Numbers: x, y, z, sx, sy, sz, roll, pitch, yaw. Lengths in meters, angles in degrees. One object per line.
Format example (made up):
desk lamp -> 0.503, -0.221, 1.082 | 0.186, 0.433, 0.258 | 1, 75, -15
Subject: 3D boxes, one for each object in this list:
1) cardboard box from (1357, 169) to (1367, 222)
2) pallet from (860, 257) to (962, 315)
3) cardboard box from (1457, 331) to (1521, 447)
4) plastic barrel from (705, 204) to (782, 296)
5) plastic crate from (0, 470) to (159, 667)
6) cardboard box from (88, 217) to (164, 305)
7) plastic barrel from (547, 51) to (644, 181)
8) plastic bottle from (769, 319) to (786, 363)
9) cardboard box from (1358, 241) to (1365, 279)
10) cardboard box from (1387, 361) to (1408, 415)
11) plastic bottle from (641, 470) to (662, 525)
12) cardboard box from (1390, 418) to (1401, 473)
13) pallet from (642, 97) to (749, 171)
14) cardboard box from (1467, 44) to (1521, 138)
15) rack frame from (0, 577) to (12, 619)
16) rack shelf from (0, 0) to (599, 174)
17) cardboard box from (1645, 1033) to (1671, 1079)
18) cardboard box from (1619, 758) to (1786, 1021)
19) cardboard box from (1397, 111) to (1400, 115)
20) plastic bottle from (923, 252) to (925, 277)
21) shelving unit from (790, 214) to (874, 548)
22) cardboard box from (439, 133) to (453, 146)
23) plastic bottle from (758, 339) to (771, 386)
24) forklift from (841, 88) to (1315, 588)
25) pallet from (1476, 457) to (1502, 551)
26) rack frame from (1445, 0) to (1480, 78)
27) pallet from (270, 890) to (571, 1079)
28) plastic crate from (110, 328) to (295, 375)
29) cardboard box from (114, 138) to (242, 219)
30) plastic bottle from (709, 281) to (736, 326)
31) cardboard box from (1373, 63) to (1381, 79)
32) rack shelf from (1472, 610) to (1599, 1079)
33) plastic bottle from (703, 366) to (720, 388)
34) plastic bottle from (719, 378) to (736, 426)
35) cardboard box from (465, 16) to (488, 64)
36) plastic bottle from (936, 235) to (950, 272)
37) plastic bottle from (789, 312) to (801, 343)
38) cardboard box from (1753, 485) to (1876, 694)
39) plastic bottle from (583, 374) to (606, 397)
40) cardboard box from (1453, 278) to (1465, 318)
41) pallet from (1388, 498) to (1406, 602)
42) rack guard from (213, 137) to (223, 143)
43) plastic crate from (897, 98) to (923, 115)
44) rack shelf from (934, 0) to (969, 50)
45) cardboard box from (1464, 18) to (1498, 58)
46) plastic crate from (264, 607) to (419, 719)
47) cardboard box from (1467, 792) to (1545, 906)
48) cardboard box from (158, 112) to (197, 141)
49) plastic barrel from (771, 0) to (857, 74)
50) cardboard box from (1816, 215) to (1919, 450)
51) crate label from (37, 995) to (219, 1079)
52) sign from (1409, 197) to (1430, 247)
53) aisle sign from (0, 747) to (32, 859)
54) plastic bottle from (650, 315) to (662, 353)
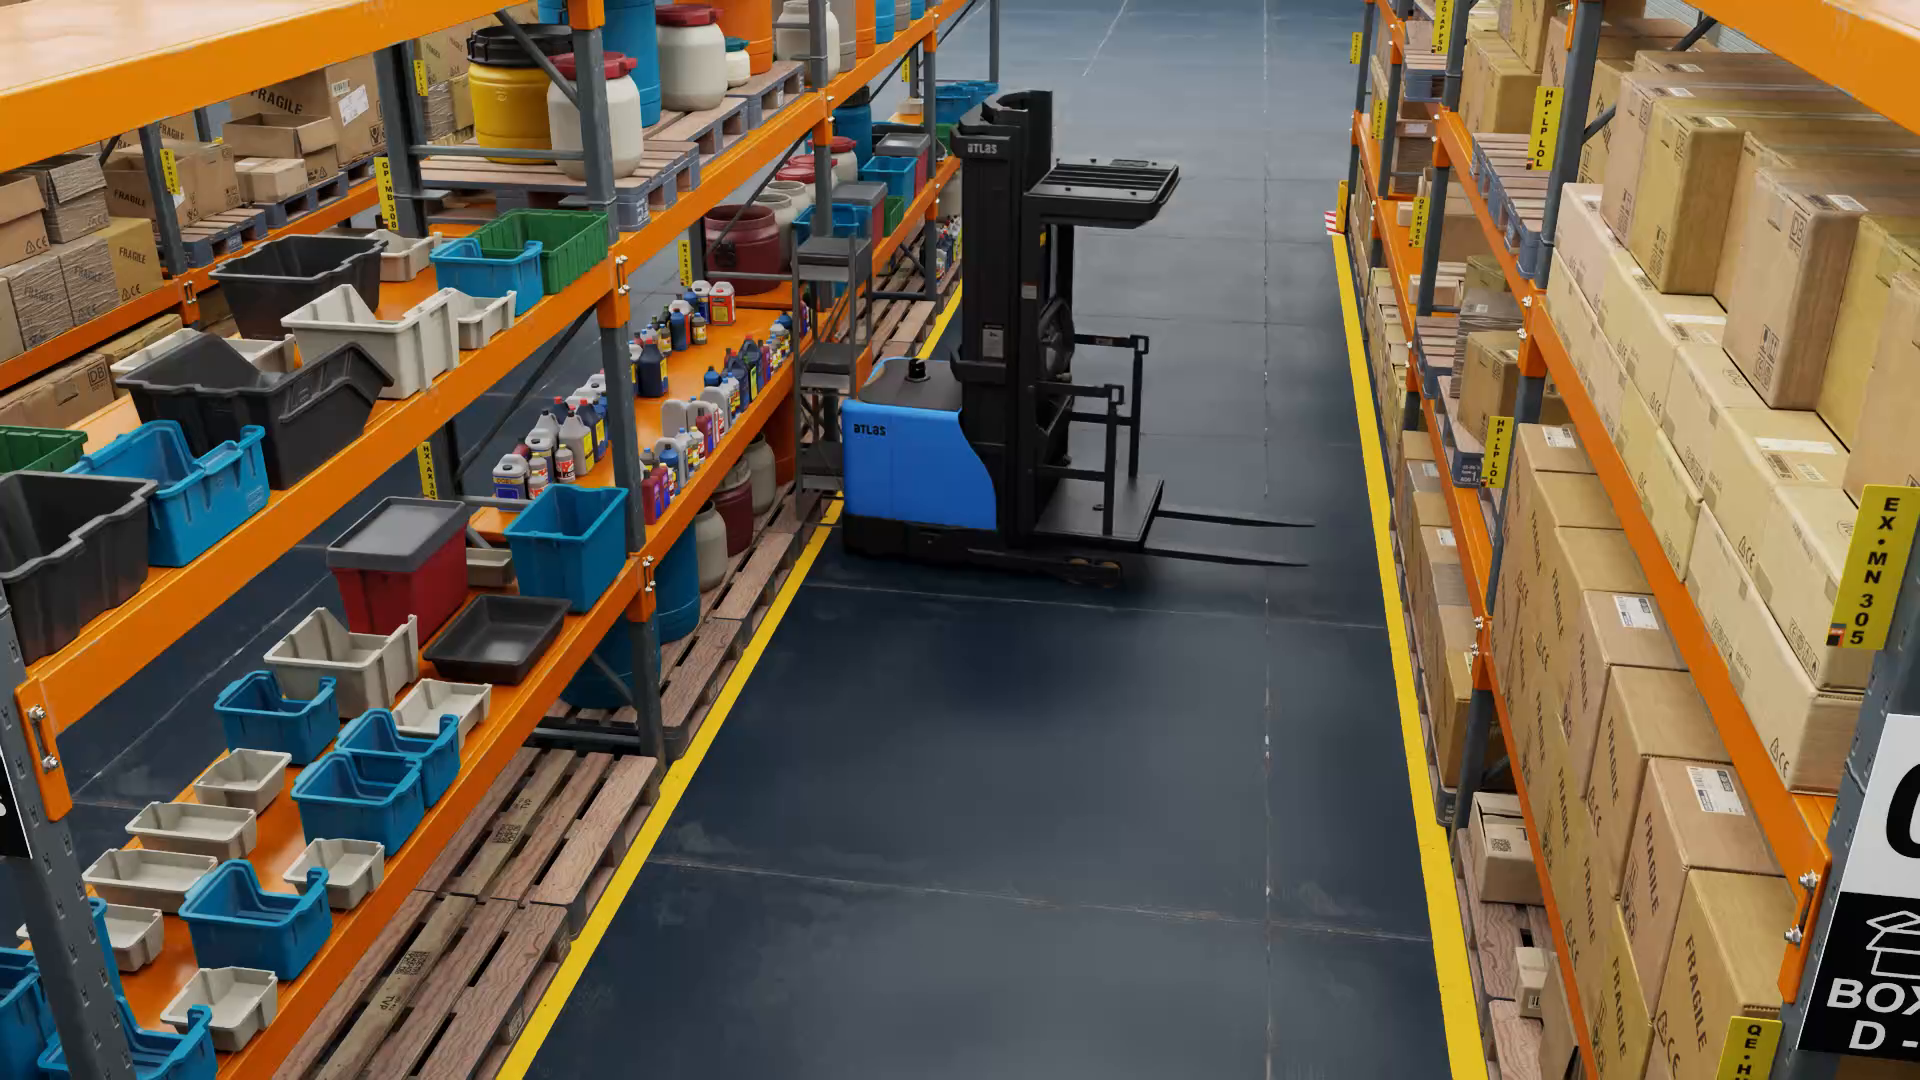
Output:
cardboard box -> 4.361, -3.489, 17.030 | 0.500, 0.500, 0.500 | 4, 25, 9
pallet -> -0.572, -2.520, 16.385 | 1.003, 0.211, 1.213 | 4, 25, 9
cardboard box -> 3.084, -0.793, 8.792 | 0.700, 0.500, 0.500 | -2, 25, -5
plastic barrel -> -1.599, -2.109, 12.056 | 0.600, 0.536, 0.708 | 4, 25, 9
plastic crate -> -2.346, 0.073, 4.172 | 0.497, 0.269, 0.590 | 4, 25, 9
cardboard box -> -6.099, -1.997, 11.860 | 0.500, 0.500, 0.500 | 5, 26, 10
plastic barrel -> -1.697, -1.972, 7.731 | 0.433, 0.535, 0.433 | 0, 25, 0
plastic bottle -> -1.160, -1.269, 10.574 | 0.097, 0.271, 0.097 | 0, 25, 0
cardboard box -> 4.182, -2.733, 16.298 | 0.500, 0.250, 0.500 | 4, 25, 9
cardboard box -> 3.431, -1.140, 12.234 | 0.500, 0.311, 0.500 | 4, 25, 8
plastic bottle -> -1.549, -0.230, 8.341 | 0.061, 0.283, 0.133 | 4, 25, 9
cardboard box -> 3.355, -0.669, 11.889 | 0.500, 0.250, 0.500 | 5, 25, 10
pallet -> -1.816, -2.241, 9.184 | 1.003, 0.211, 1.213 | 4, 25, 9
cardboard box -> 3.388, -2.493, 9.381 | 0.910, 0.500, 0.500 | 4, 25, 9
rack frame -> -2.684, -1.203, 3.205 | 1.000, 3.000, 0.127 | 4, 25, 9
rack shelf -> -2.357, -1.533, 5.230 | 1.077, 0.370, 4.000 | 4, 25, 9
cardboard box -> 2.007, 1.607, 4.160 | 0.500, 0.500, 0.500 | 5, 26, 10
cardboard box -> 2.086, 0.944, 4.397 | 0.500, 0.500, 0.500 | 5, 25, 10
cardboard box -> 4.039, -3.731, 14.800 | 0.380, 0.149, 0.250 | 3, 25, 7
plastic bottle -> -0.317, -2.721, 16.210 | 0.061, 0.283, 0.133 | 4, 25, 9
shelving unit -> -0.827, -1.025, 10.891 | 0.431, 2.100, 0.503 | 5, 23, 8
cardboard box -> -5.223, -3.907, 16.355 | 0.380, 0.149, 0.250 | 4, 25, 9
plastic bottle -> -1.208, -1.102, 10.204 | 0.061, 0.283, 0.133 | 4, 25, 9
forklift -> 0.797, -1.269, 10.504 | 3.031, 2.935, 1.130 | 6, 26, 13
pallet -> 3.094, -0.054, 8.053 | 1.003, 0.211, 1.213 | 4, 25, 9
rack frame -> 3.510, -4.204, 9.617 | 1.000, 3.000, 0.127 | 4, 25, 9
pallet -> -2.309, 1.926, 6.886 | 1.003, 0.211, 1.213 | 4, 25, 9
plastic crate -> -2.591, -0.607, 5.780 | 0.437, 0.136, 0.530 | 4, 25, 9
cardboard box -> -6.221, -2.880, 13.250 | 0.700, 0.500, 0.500 | 8, 26, 16
plastic bottle -> -1.616, -1.607, 11.290 | 0.152, 0.276, 0.135 | 4, 25, 9
cardboard box -> 4.458, -4.808, 17.101 | 0.380, 0.149, 0.250 | 4, 25, 9
rack shelf -> 2.529, 1.348, 5.680 | 1.077, 0.370, 4.000 | 4, 25, 9
plastic bottle -> -1.454, -0.890, 9.765 | 0.097, 0.271, 0.097 | 0, 25, 0
plastic bottle -> -1.343, -0.799, 9.570 | 0.097, 0.271, 0.097 | 0, 25, 0
cardboard box -> -5.122, -5.070, 16.894 | 0.500, 0.500, 0.500 | 4, 25, 9
plastic bottle -> -0.181, -2.813, 16.328 | 0.144, 0.351, 0.185 | 5, 25, 10
plastic bottle -> -1.096, -1.400, 10.936 | 0.097, 0.201, 0.097 | 0, 25, 0
cardboard box -> 2.035, 0.109, 3.527 | 0.500, 0.250, 0.500 | 4, 25, 9
plastic bottle -> -2.082, -0.807, 9.582 | 0.152, 0.276, 0.135 | 4, 25, 9
cardboard box -> 3.612, -1.596, 11.226 | 0.500, 0.311, 0.500 | 6, 26, 12
pallet -> 3.351, 0.085, 10.819 | 1.003, 0.211, 1.213 | 4, 25, 9
rack guard -> -9.828, -4.785, 20.882 | 1.175, 0.500, 0.348 | 4, 25, 9
plastic crate -> -0.533, -4.706, 18.077 | 0.298, 0.136, 0.250 | 4, 25, 9
rack shelf -> -0.396, -5.374, 16.503 | 1.077, 0.370, 4.000 | 4, 25, 9
cardboard box -> 3.528, -3.162, 10.609 | 0.500, 0.250, 0.500 | 2, 25, 5
plastic crate -> -2.461, 0.493, 6.727 | 0.437, 0.282, 0.530 | 4, 25, 9
cardboard box -> 2.574, 1.365, 7.449 | 0.500, 0.311, 0.500 | 4, 25, 9
cardboard box -> -9.878, -4.847, 20.077 | 0.875, 0.875, 0.875 | 4, 25, 9
plastic barrel -> -1.028, -3.746, 11.585 | 0.600, 0.901, 0.600 | 0, 25, 0
cardboard box -> 2.435, -0.417, 3.767 | 0.700, 0.500, 0.500 | 4, 25, 9
crate label -> -2.319, 1.482, 4.672 | 0.416, 0.233, 0.303 | 4, 25, 9
sign -> 2.962, -2.049, 10.723 | 0.100, 0.325, 0.005 | 4, 25, 9
aisle sign -> -2.402, 0.387, 3.818 | 0.394, 0.787, 0.004 | 4, 25, 9
plastic bottle -> -1.946, -1.278, 10.579 | 0.061, 0.283, 0.133 | 4, 25, 9
